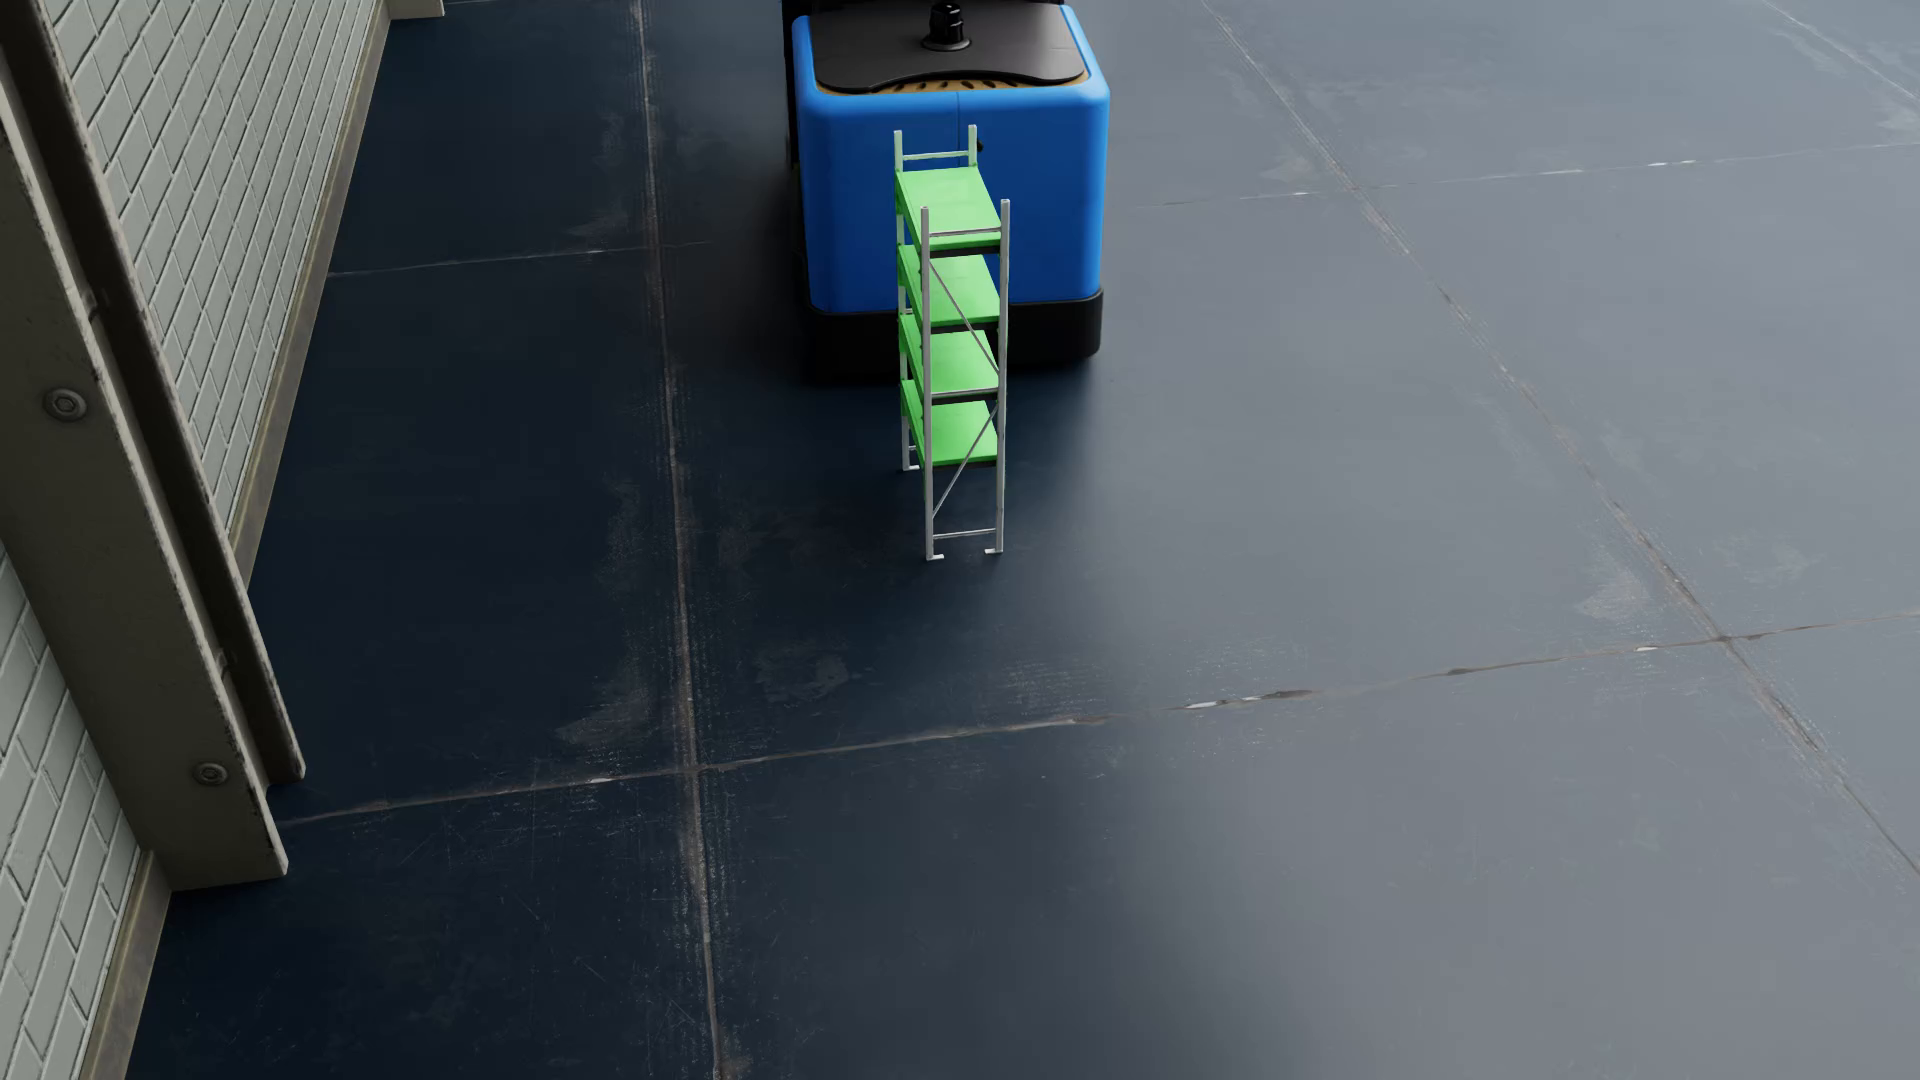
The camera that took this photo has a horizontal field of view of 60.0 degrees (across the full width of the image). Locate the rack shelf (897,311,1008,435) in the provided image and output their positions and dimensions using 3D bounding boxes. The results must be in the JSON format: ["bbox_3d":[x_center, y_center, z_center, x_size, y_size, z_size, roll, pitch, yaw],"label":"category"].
[{"bbox_3d":[-0.029,-0.523,5.050,0.258,0.148,0.480,-6,38,-8],"label":"rack shelf"}]

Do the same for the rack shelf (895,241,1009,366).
[{"bbox_3d":[-0.029,-0.713,4.903,0.258,0.148,0.480,-6,38,-8],"label":"rack shelf"}]

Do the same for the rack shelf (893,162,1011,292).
[{"bbox_3d":[-0.029,-0.902,4.755,0.258,0.148,0.480,-6,38,-8],"label":"rack shelf"}]

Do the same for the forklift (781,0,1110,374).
[{"bbox_3d":[-0.172,-2.640,6.259,1.130,2.935,3.031,-4,38,-5],"label":"forklift"}]

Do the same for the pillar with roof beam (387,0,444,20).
[{"bbox_3d":[1.310,-6.901,6.798,9.100,9.000,0.400,-6,38,-8],"label":"pillar with roof beam"}]

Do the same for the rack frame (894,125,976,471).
[{"bbox_3d":[-0.072,-0.721,5.200,0.240,1.200,0.015,-6,38,-8],"label":"rack frame"}]

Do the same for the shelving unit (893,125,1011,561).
[{"bbox_3d":[-0.029,-0.574,5.011,0.258,1.200,0.503,-6,38,-8],"label":"shelving unit"}]

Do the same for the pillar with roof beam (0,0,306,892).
[{"bbox_3d":[2.362,-3.277,2.133,9.100,9.000,0.400,-6,38,-8],"label":"pillar with roof beam"}]

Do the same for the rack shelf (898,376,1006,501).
[{"bbox_3d":[-0.029,-0.334,5.197,0.258,0.148,0.480,-6,38,-8],"label":"rack shelf"}]

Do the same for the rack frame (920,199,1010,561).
[{"bbox_3d":[0.014,-0.426,4.821,0.240,1.200,0.015,-6,38,-8],"label":"rack frame"}]
